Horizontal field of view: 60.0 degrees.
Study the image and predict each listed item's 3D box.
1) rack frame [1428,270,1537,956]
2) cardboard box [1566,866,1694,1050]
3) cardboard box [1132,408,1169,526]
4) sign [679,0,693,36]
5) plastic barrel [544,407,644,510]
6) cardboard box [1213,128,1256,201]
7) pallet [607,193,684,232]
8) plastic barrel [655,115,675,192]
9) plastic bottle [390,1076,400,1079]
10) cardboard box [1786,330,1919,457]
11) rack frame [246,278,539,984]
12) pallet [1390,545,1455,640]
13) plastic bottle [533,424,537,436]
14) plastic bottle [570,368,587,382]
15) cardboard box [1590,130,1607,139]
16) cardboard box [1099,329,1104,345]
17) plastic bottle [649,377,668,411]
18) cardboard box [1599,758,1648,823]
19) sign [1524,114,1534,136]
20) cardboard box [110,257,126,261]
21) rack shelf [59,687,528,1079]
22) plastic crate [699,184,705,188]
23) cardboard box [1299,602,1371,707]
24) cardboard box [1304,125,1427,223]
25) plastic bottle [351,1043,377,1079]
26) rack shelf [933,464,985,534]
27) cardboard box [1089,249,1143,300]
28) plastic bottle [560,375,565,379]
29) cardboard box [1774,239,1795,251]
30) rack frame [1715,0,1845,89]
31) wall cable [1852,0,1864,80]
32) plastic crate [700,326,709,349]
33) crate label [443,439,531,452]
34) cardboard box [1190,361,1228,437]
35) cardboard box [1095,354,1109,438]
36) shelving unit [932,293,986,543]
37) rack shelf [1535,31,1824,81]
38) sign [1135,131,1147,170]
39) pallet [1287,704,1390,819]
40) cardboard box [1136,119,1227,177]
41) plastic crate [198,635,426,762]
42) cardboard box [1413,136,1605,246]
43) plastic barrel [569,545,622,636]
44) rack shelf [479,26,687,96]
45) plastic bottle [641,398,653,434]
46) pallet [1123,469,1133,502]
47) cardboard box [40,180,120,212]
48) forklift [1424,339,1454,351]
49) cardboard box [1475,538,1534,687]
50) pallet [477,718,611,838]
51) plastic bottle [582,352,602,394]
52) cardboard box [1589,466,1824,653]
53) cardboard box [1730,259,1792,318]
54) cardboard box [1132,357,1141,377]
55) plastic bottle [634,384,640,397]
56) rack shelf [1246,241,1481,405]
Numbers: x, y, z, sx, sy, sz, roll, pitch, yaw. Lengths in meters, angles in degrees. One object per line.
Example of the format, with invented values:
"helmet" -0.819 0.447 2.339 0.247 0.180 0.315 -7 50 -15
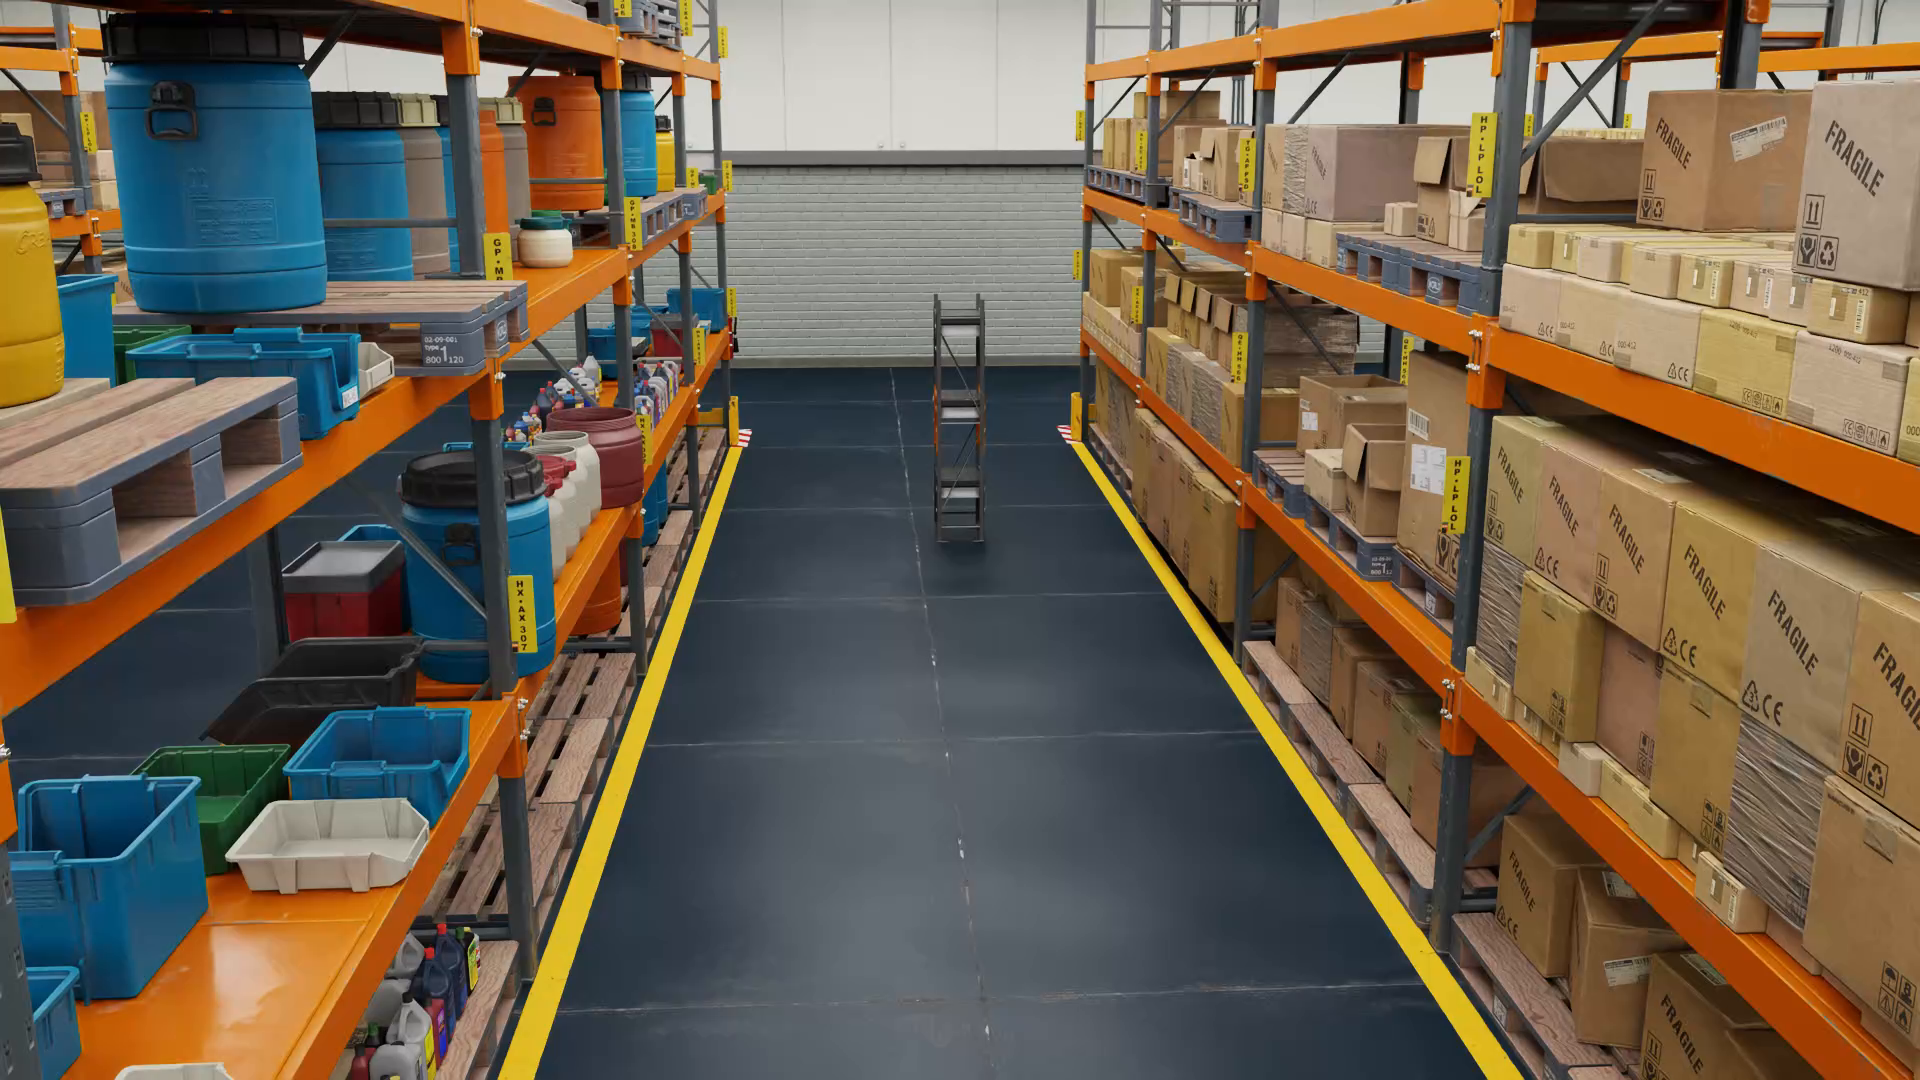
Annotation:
"rack frame" 2.611 0.366 7.084 1.000 3.000 0.127 -1 14 -3
"cardboard box" 2.639 1.616 6.401 0.500 0.500 0.500 4 15 14
"cardboard box" 2.175 -0.639 14.412 1.225 0.875 0.875 -1 14 -3
"sign" -2.279 -4.359 13.829 0.100 0.325 0.005 -1 14 -3
"plastic barrel" -2.249 -0.507 10.206 0.600 0.536 0.708 -1 14 -3
"cardboard box" 2.113 -2.697 11.926 0.500 0.500 0.500 0 14 0
"pallet" -2.608 -2.433 12.321 1.003 0.211 1.213 -1 14 -3
"plastic barrel" -2.569 -3.070 13.200 0.600 0.588 0.600 0 14 0
"plastic bottle" -1.932 1.938 5.708 0.097 0.201 0.097 0 14 0
"cardboard box" 2.519 -0.387 4.291 0.500 0.250 0.500 -1 14 -2
"rack frame" -2.332 0.443 6.787 1.000 3.000 0.127 -1 14 -3
"pallet" 2.709 0.267 7.855 1.003 0.211 1.213 -1 14 -3
"plastic bottle" -3.064 -0.757 11.849 0.097 0.201 0.097 0 14 0
"plastic bottle" -3.157 -1.275 13.711 0.152 0.276 0.135 -1 14 -3
"cardboard box" 6.616 -4.079 16.836 0.380 0.149 0.250 0 14 -2
"cardboard box" 1.643 -2.084 17.109 0.380 0.149 0.250 -1 14 -4
"plastic bottle" -2.427 -1.178 13.333 0.152 0.276 0.135 -1 14 -3
"cardboard box" 2.426 0.856 5.682 0.380 0.149 0.250 -1 14 -3
"sign" 6.283 -4.537 18.367 0.100 0.325 0.005 -1 14 -3
"cardboard box" -7.584 -2.382 15.557 0.500 0.500 0.500 -1 14 -5
"rack shelf" -2.208 1.288 4.943 1.077 0.370 4.000 -1 14 -3
"plastic crate" -2.700 -3.357 16.062 0.437 0.136 0.530 -1 14 -3
"cardboard box" 2.472 0.673 10.025 0.700 0.500 0.500 -2 15 -8
"cardboard box" 2.202 -2.000 9.056 0.500 0.500 0.500 -1 14 -5
"plastic bottle" -2.073 1.871 5.803 0.061 0.283 0.133 -1 14 -3
"rack shelf" -0.010 -0.367 14.603 0.431 0.518 0.480 -1 14 -3
"cardboard box" 1.659 -2.805 17.608 0.500 0.500 0.500 -1 14 -5
"plastic bottle" -3.176 -1.172 13.295 0.061 0.283 0.133 -1 14 -3
"cardboard box" 2.990 -0.934 5.616 0.380 0.149 0.250 -1 14 -5
"rack frame" 7.072 -4.580 14.269 1.000 3.000 0.127 -1 14 -3
"wall cable" 11.876 -7.098 24.054 2.355 3.000 0.029 -1 14 -3
"plastic crate" -2.692 -1.983 16.429 0.416 0.233 0.300 -1 14 -3
"crate label" -2.788 -0.318 9.672 0.502 0.435 0.616 -1 14 -3
"cardboard box" 2.025 -1.049 12.384 0.500 0.500 0.500 -1 14 -5
"cardboard box" 1.987 -1.635 18.282 0.875 0.875 0.875 -1 14 -3
"shelving unit" -0.010 -1.058 14.425 0.431 2.100 0.503 -1 14 -3
"rack shelf" 6.948 -4.728 16.292 1.077 0.370 4.000 -1 14 -3
"sign" 1.562 -3.356 14.334 0.100 0.325 0.005 -1 14 -3
"pallet" 2.483 1.219 9.366 1.003 0.211 1.213 -1 14 -3
"cardboard box" 2.007 -3.570 15.118 0.700 0.500 0.500 -2 15 -7
"plastic crate" -2.427 0.605 6.281 0.767 0.338 0.504 -1 14 -3
"cardboard box" 2.622 -1.693 8.016 0.797 0.503 0.637 0 14 -1
"plastic barrel" -2.627 0.174 11.343 0.600 0.830 0.708 -1 14 -3
"rack shelf" -2.704 -3.413 11.978 1.077 0.370 4.000 -1 14 -3
"plastic bottle" -2.336 -0.919 12.337 0.097 0.271 0.097 0 14 0
"pallet" 2.147 -0.463 15.904 1.003 0.211 1.213 -1 14 -3
"cardboard box" -7.555 -2.976 14.356 0.500 0.250 0.500 -1 14 -3
"forklift" 5.027 -1.673 15.145 3.031 2.935 1.130 8 16 27
"cardboard box" 2.578 0.286 6.596 0.875 0.500 0.500 -1 14 -3
"pallet" -2.498 1.294 9.073 1.003 0.211 1.213 -1 14 -3
"plastic bottle" -3.127 -1.421 14.127 0.144 0.351 0.185 -1 14 -3
"cardboard box" 2.448 0.054 5.493 0.500 0.500 0.500 -1 14 -3
"cardboard box" 2.492 -0.734 4.841 0.380 0.149 0.250 -1 14 -2
"cardboard box" 1.770 -1.573 15.123 0.380 0.149 0.250 -1 14 -3
"plastic bottle" -2.527 -1.078 12.954 0.097 0.271 0.097 0 14 0
"rack shelf" 2.487 -1.236 8.733 1.077 0.370 4.000 -1 14 -3
